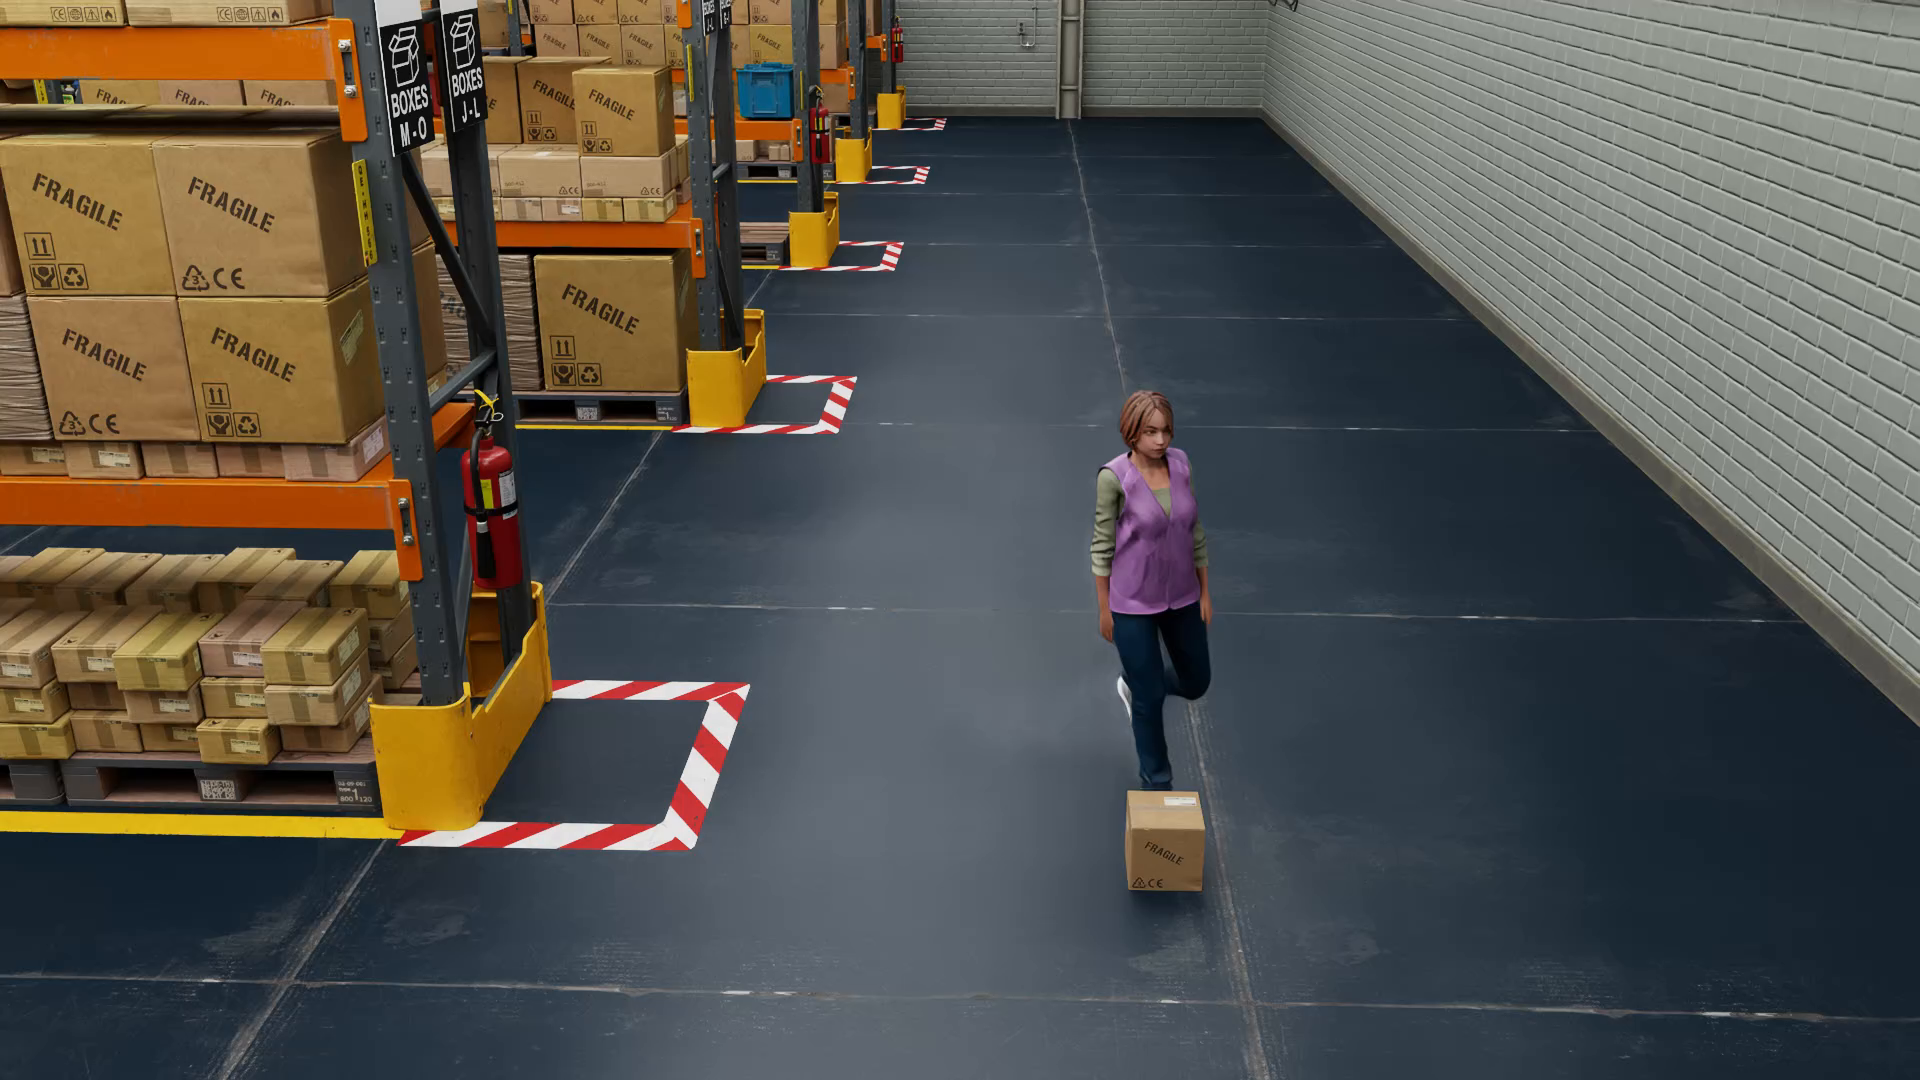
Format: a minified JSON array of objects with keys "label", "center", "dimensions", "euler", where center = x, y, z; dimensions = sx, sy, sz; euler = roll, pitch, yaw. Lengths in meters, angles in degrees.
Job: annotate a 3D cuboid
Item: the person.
[{"label":"person","center":[0.674,0.216,6.021],"dimensions":[0.447,1.593,0.654],"euler":[-9,23,-22]}]
